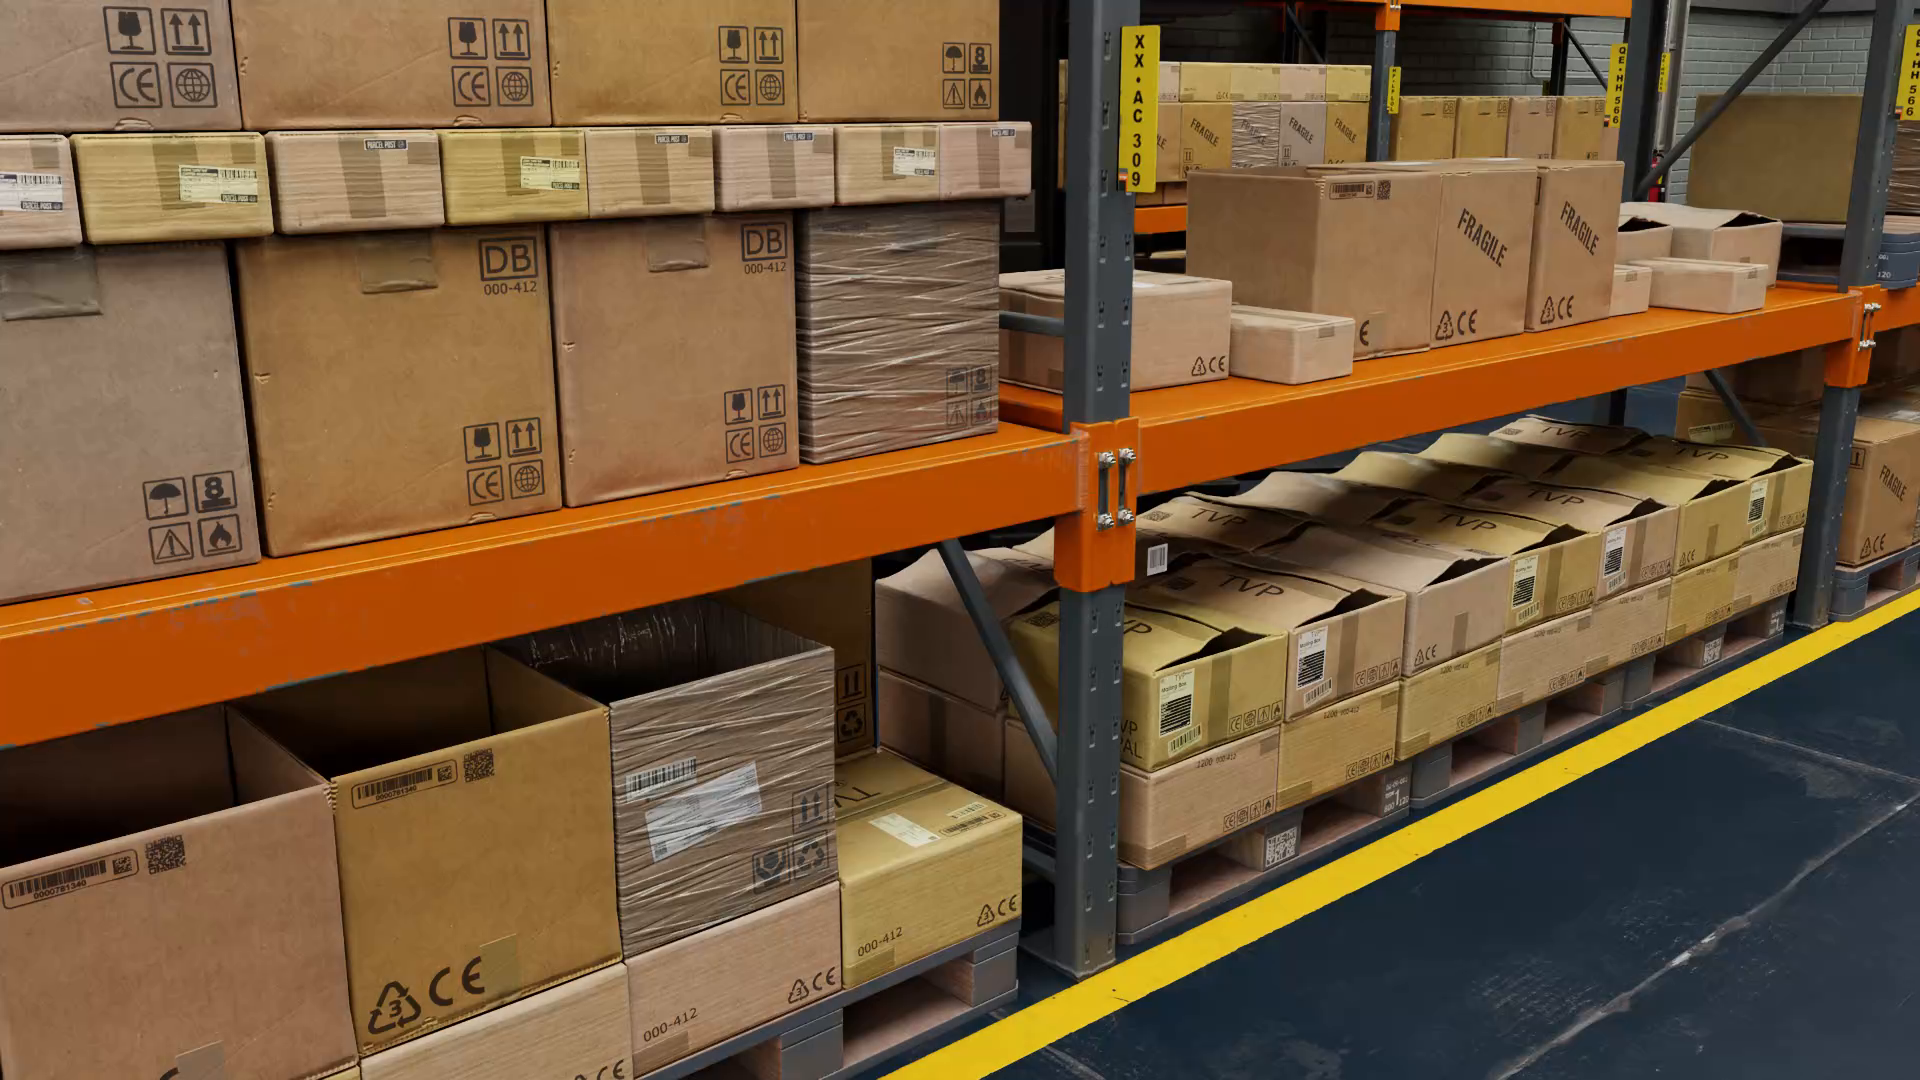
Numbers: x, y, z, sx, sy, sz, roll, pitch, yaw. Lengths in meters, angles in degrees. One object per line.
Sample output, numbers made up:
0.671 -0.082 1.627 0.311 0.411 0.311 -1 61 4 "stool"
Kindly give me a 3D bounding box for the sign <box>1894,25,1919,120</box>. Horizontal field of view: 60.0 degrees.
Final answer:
3.381 -1.653 5.882 0.005 0.325 0.100 -13 19 -39 "sign"

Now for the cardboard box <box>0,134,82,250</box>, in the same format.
-1.423 -0.492 2.330 0.250 0.149 0.380 -12 19 -39 "cardboard box"

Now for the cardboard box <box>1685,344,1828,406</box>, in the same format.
3.606 -0.783 7.406 0.500 0.250 0.500 -12 19 -37 "cardboard box"

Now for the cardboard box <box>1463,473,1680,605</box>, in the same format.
2.011 -0.036 5.498 0.500 0.311 0.500 -13 20 -40 "cardboard box"

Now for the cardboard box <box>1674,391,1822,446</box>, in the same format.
3.566 -0.410 7.464 0.500 0.500 0.500 -12 19 -37 "cardboard box"

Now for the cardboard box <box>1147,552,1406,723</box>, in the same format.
0.853 0.226 4.520 0.500 0.311 0.500 -13 20 -40 "cardboard box"

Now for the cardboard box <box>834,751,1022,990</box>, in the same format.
-0.209 0.723 3.745 0.500 0.250 0.500 -13 19 -39 "cardboard box"

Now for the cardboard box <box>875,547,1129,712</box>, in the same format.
0.114 0.207 4.591 0.500 0.311 0.500 -13 19 -39 "cardboard box"

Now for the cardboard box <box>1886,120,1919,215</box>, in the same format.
4.231 -1.699 7.289 0.500 0.500 0.700 -9 17 -29 "cardboard box"

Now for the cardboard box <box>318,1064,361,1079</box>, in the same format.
-1.337 0.978 2.789 0.500 0.250 0.500 -13 19 -39 "cardboard box"

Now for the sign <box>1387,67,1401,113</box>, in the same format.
3.141 -3.260 12.050 0.005 0.325 0.100 -13 19 -39 "sign"

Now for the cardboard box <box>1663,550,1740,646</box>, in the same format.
2.391 0.149 5.894 0.500 0.250 0.500 -13 20 -40 "cardboard box"

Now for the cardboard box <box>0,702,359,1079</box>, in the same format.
-1.337 0.616 2.692 0.500 0.500 0.500 -13 19 -39 "cardboard box"

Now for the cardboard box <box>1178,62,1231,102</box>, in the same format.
1.432 -3.020 10.981 0.500 0.250 0.500 -13 20 -40 "cardboard box"

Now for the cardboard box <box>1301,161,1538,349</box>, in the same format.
1.362 -0.873 5.011 0.500 0.500 0.500 -13 19 -39 "cardboard box"

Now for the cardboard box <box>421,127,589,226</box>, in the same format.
-0.836 -0.625 2.828 0.250 0.149 0.380 -13 20 -40 "cardboard box"

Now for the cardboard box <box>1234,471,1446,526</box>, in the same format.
1.262 -0.051 5.557 0.500 0.311 0.500 -13 20 -40 "cardboard box"

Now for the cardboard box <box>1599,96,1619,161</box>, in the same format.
5.417 -3.577 14.746 0.700 0.700 0.980 -12 19 -37 "cardboard box"

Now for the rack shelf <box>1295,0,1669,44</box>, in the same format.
4.286 -4.283 13.553 4.000 0.370 1.077 -13 19 -39 "rack shelf"

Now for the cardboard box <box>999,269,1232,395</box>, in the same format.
0.340 -0.543 4.261 0.500 0.250 0.500 -11 19 -36 "cardboard box"

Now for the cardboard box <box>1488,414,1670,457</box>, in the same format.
2.427 -0.315 6.544 0.500 0.311 0.500 -12 19 -38 "cardboard box"

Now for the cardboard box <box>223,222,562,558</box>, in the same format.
-1.108 -0.321 2.944 0.500 0.500 0.700 -12 19 -39 "cardboard box"

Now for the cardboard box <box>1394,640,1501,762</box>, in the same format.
1.239 0.407 4.927 0.500 0.250 0.500 -13 20 -41 "cardboard box"

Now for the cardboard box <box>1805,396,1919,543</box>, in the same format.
3.937 -0.317 7.116 0.500 0.500 0.500 -14 20 -41 "cardboard box"

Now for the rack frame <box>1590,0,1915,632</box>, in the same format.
3.015 -1.201 6.434 0.127 3.000 1.000 -13 19 -39 "rack frame"

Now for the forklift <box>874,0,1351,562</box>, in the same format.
0.677 -1.437 7.450 3.031 2.935 1.130 -2 15 -9 "forklift"

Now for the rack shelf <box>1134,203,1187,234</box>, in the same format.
1.269 -2.156 11.403 4.000 0.370 1.077 -13 19 -39 "rack shelf"

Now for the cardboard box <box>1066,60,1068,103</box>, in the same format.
0.677 -2.847 10.333 0.500 0.250 0.500 -13 20 -40 "cardboard box"

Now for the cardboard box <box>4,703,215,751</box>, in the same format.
-1.689 0.512 3.082 0.500 0.500 0.500 -13 19 -39 "cardboard box"

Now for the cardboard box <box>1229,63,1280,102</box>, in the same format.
1.816 -3.106 11.305 0.500 0.250 0.500 -12 19 -38 "cardboard box"

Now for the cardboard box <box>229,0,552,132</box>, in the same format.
-1.092 -0.952 2.792 0.500 0.500 0.700 -13 20 -39 "cardboard box"

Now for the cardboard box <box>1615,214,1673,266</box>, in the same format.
2.213 -1.044 6.020 0.500 0.311 0.500 -13 20 -40 "cardboard box"

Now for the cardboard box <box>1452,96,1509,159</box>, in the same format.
3.752 -3.199 13.331 0.700 0.700 0.980 -13 20 -41 "cardboard box"

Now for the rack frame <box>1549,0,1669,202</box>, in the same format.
5.795 -3.520 15.116 0.127 3.000 1.000 -13 19 -39 "rack frame"

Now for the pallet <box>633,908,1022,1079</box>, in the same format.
-0.630 0.950 3.783 1.213 0.211 1.003 -13 19 -39 "pallet"

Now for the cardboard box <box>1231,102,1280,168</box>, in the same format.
1.832 -2.745 11.405 0.500 0.500 0.500 -13 19 -39 "cardboard box"

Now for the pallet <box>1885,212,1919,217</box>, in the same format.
4.479 -1.439 7.696 1.213 0.211 1.003 -13 19 -39 "pallet"

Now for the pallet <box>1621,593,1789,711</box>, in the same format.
2.368 0.278 6.300 1.213 0.211 1.003 -13 19 -39 "pallet"

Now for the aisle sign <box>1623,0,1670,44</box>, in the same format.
6.046 -4.730 14.607 0.004 0.787 0.394 -13 19 -39 "aisle sign"

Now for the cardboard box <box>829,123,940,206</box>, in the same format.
-0.255 -0.756 3.317 0.250 0.149 0.380 -13 20 -41 "cardboard box"

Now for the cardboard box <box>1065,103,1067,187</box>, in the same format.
0.696 -2.486 10.435 0.500 0.500 0.500 -12 19 -38 "cardboard box"
